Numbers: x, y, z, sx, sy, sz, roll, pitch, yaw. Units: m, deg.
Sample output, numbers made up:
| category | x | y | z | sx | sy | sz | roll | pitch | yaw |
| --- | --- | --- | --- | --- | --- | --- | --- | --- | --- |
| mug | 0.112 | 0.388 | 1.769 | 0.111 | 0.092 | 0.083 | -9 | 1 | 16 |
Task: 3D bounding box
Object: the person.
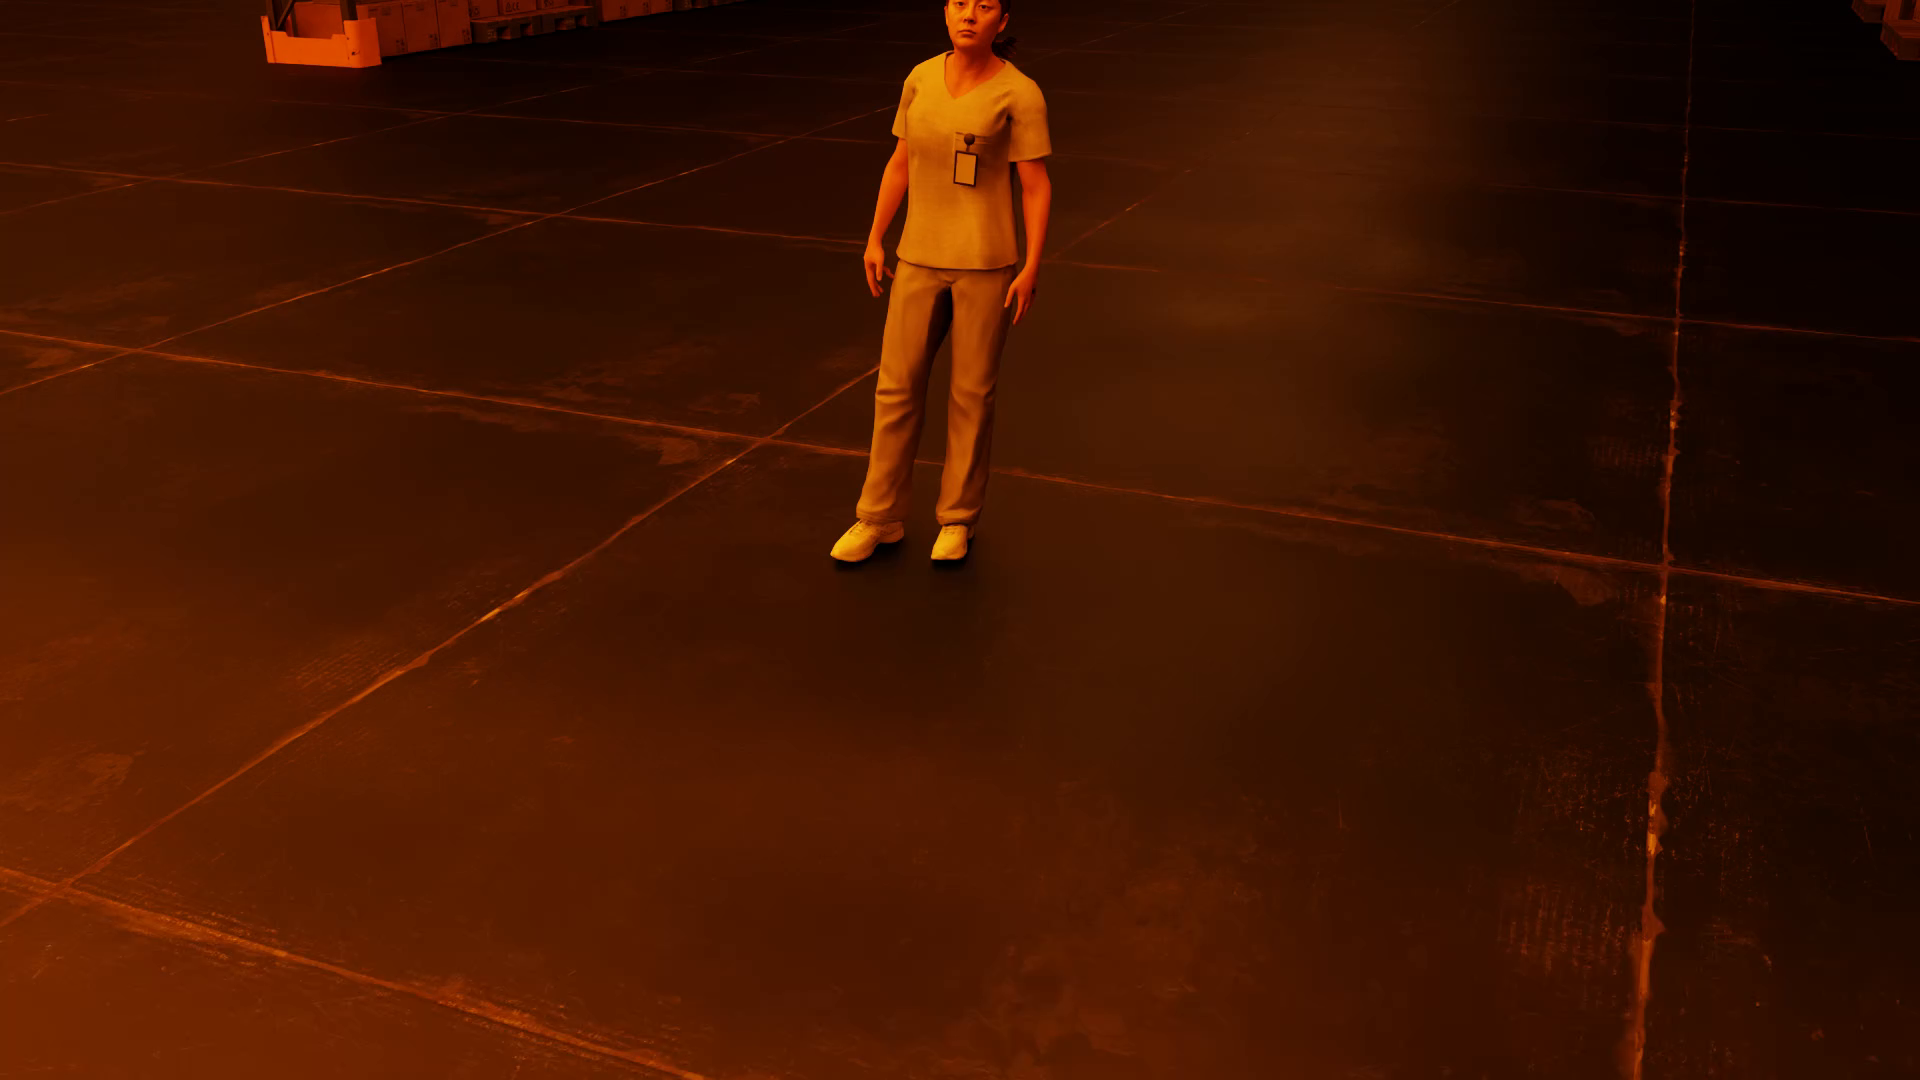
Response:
| category | x | y | z | sx | sy | sz | roll | pitch | yaw |
| --- | --- | --- | --- | --- | --- | --- | --- | --- | --- |
| person | -0.041 | -0.751 | 4.711 | 0.549 | 1.663 | 0.548 | 9 | 24 | 21 |
